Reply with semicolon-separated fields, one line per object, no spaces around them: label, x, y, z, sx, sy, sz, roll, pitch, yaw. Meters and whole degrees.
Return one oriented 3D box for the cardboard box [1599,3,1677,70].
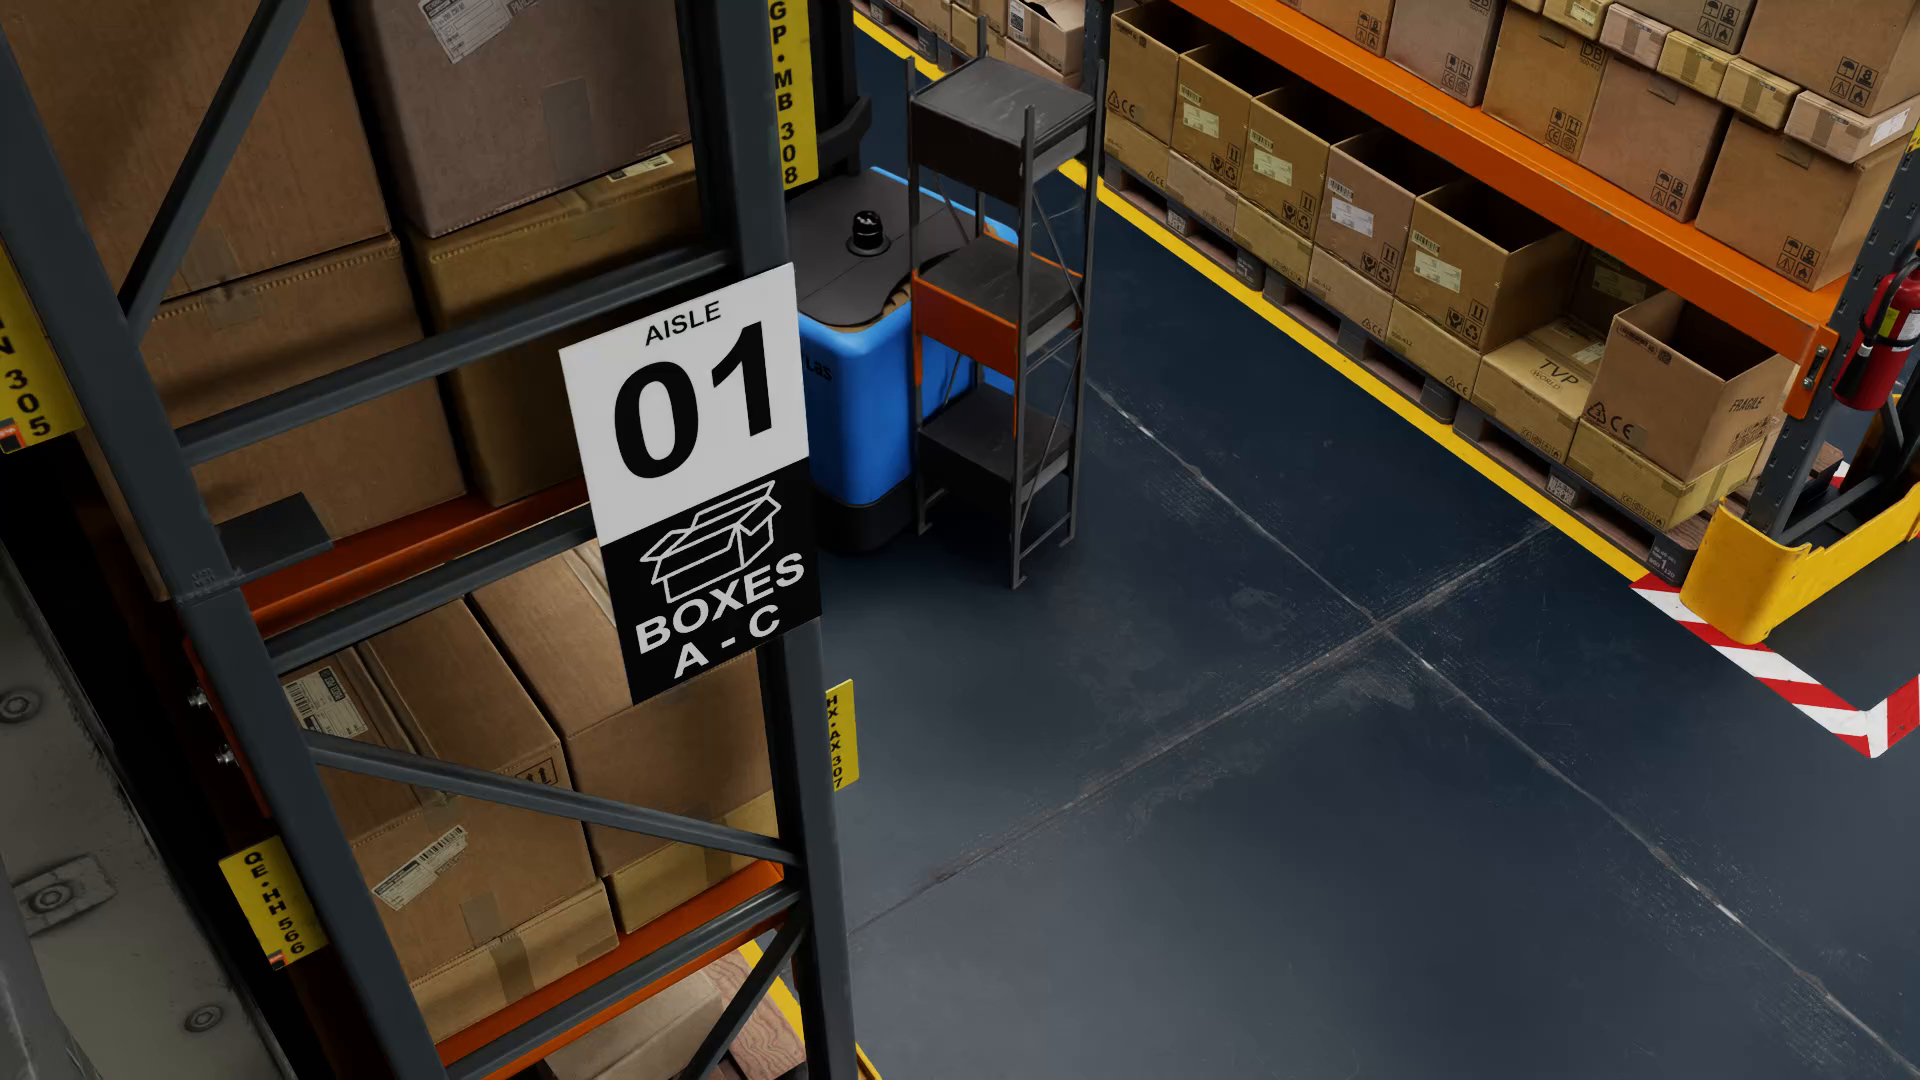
cardboard box;2.539;-1.856;5.980;0.380;0.149;0.250;-25;49;-24

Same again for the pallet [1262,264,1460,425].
pallet;2.187;-1.107;7.756;1.003;0.211;1.213;-26;49;-24

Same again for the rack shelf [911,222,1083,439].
rack shelf;0.144;-0.767;6.052;0.480;0.518;0.431;30;51;28

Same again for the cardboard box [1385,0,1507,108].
cardboard box;2.209;-2.190;6.799;0.700;0.500;0.500;-24;49;-23

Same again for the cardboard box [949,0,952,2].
cardboard box;0.012;-3.326;9.343;0.500;0.311;0.500;-26;49;-25

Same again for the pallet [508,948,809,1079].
pallet;-1.187;1.442;5.087;1.003;0.211;1.213;-26;49;-24

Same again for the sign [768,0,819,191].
sign;-0.263;-0.665;2.469;0.100;0.325;0.005;-26;49;-24

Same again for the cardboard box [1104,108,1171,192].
cardboard box;1.081;-2.049;8.411;0.500;0.250;0.500;-26;49;-24

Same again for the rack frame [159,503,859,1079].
rack frame;-0.708;0.951;3.582;1.000;3.000;0.127;-26;49;-24

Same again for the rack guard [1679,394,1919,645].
rack guard;3.367;-0.091;6.483;1.175;0.500;0.348;-26;49;-24

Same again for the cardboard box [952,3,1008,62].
cardboard box;0.302;-2.839;9.238;0.500;0.250;0.500;-26;50;-25

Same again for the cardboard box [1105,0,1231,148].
cardboard box;1.073;-2.316;8.148;0.500;0.500;0.500;-26;49;-24

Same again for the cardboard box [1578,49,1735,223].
cardboard box;2.792;-1.610;6.191;0.700;0.500;0.500;-24;49;-23

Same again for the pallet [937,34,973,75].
pallet;0.611;-2.667;9.391;1.003;0.211;1.213;-26;49;-24

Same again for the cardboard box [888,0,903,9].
cardboard box;-0.281;-3.417;9.844;0.500;0.250;0.500;-25;49;-24

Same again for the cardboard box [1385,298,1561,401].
cardboard box;2.221;-0.914;7.222;0.500;0.250;0.500;-26;49;-24

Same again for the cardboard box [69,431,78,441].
cardboard box;-1.454;-0.584;2.930;0.500;0.500;0.500;-26;49;-24

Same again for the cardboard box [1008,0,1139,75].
cardboard box;0.598;-2.750;8.740;0.500;0.311;0.500;-26;49;-24

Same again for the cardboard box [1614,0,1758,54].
cardboard box;2.761;-2.109;5.775;0.700;0.500;0.500;-27;50;-25

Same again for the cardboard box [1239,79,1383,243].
cardboard box;1.645;-1.750;7.555;0.500;0.500;0.500;-26;49;-24

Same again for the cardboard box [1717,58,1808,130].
cardboard box;2.827;-1.568;5.678;0.380;0.149;0.250;-25;49;-23

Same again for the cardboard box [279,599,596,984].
cardboard box;-1.152;0.543;3.560;0.500;0.500;0.500;-26;50;-25

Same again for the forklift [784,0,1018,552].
forklift;-1.206;-1.879;6.596;3.031;2.935;1.130;30;51;28

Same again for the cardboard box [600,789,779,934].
cardboard box;-0.727;0.596;4.048;0.500;0.250;0.500;-27;50;-26

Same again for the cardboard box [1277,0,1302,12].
cardboard box;1.631;-2.765;7.402;0.700;0.500;0.500;-26;50;-25

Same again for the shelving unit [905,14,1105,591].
shelving unit;0.144;-0.777;6.043;0.503;2.100;0.431;30;51;28

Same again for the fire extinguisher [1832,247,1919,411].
fire extinguisher;3.040;-0.730;5.398;0.296;0.674;0.183;-26;49;-24

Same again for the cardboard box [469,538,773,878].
cardboard box;-0.734;0.337;3.776;0.500;0.500;0.500;-26;49;-24

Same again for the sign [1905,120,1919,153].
sign;2.900;-1.306;4.936;0.100;0.325;0.005;-26;49;-24

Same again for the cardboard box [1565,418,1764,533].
cardboard box;2.804;-0.353;6.634;0.500;0.250;0.500;-26;49;-24

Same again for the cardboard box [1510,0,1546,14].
cardboard box;2.236;-2.153;6.291;0.380;0.149;0.250;-24;49;-23

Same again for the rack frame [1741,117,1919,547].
rack frame;3.353;-1.008;5.634;1.000;3.000;0.127;-26;49;-24

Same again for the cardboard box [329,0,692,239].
cardboard box;-0.729;-0.854;2.489;0.500;0.500;0.500;-29;51;-27

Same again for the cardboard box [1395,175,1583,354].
cardboard box;2.218;-1.184;6.962;0.500;0.500;0.500;-26;49;-24

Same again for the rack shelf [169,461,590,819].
rack shelf;-1.852;-1.007;3.981;1.077;0.370;4.000;-26;49;-24

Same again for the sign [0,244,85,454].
sign;-1.175;-0.247;2.023;0.100;0.325;0.005;-26;49;-24

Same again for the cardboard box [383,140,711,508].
cardboard box;-0.694;-0.466;2.807;0.500;0.500;0.500;-24;49;-23

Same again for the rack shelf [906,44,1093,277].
rack shelf;0.144;-1.273;5.569;0.480;0.518;0.431;30;51;28

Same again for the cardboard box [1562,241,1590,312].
cardboard box;2.645;-1.389;7.177;0.500;0.500;0.500;-26;49;-24

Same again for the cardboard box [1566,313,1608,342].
cardboard box;2.940;-0.839;7.144;0.500;0.250;0.500;-26;49;-24

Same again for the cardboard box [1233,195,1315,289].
cardboard box;1.645;-1.478;7.814;0.500;0.250;0.500;-26;49;-24

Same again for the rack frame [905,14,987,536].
rack frame;-0.044;-0.884;6.156;0.015;2.100;0.400;30;51;28
